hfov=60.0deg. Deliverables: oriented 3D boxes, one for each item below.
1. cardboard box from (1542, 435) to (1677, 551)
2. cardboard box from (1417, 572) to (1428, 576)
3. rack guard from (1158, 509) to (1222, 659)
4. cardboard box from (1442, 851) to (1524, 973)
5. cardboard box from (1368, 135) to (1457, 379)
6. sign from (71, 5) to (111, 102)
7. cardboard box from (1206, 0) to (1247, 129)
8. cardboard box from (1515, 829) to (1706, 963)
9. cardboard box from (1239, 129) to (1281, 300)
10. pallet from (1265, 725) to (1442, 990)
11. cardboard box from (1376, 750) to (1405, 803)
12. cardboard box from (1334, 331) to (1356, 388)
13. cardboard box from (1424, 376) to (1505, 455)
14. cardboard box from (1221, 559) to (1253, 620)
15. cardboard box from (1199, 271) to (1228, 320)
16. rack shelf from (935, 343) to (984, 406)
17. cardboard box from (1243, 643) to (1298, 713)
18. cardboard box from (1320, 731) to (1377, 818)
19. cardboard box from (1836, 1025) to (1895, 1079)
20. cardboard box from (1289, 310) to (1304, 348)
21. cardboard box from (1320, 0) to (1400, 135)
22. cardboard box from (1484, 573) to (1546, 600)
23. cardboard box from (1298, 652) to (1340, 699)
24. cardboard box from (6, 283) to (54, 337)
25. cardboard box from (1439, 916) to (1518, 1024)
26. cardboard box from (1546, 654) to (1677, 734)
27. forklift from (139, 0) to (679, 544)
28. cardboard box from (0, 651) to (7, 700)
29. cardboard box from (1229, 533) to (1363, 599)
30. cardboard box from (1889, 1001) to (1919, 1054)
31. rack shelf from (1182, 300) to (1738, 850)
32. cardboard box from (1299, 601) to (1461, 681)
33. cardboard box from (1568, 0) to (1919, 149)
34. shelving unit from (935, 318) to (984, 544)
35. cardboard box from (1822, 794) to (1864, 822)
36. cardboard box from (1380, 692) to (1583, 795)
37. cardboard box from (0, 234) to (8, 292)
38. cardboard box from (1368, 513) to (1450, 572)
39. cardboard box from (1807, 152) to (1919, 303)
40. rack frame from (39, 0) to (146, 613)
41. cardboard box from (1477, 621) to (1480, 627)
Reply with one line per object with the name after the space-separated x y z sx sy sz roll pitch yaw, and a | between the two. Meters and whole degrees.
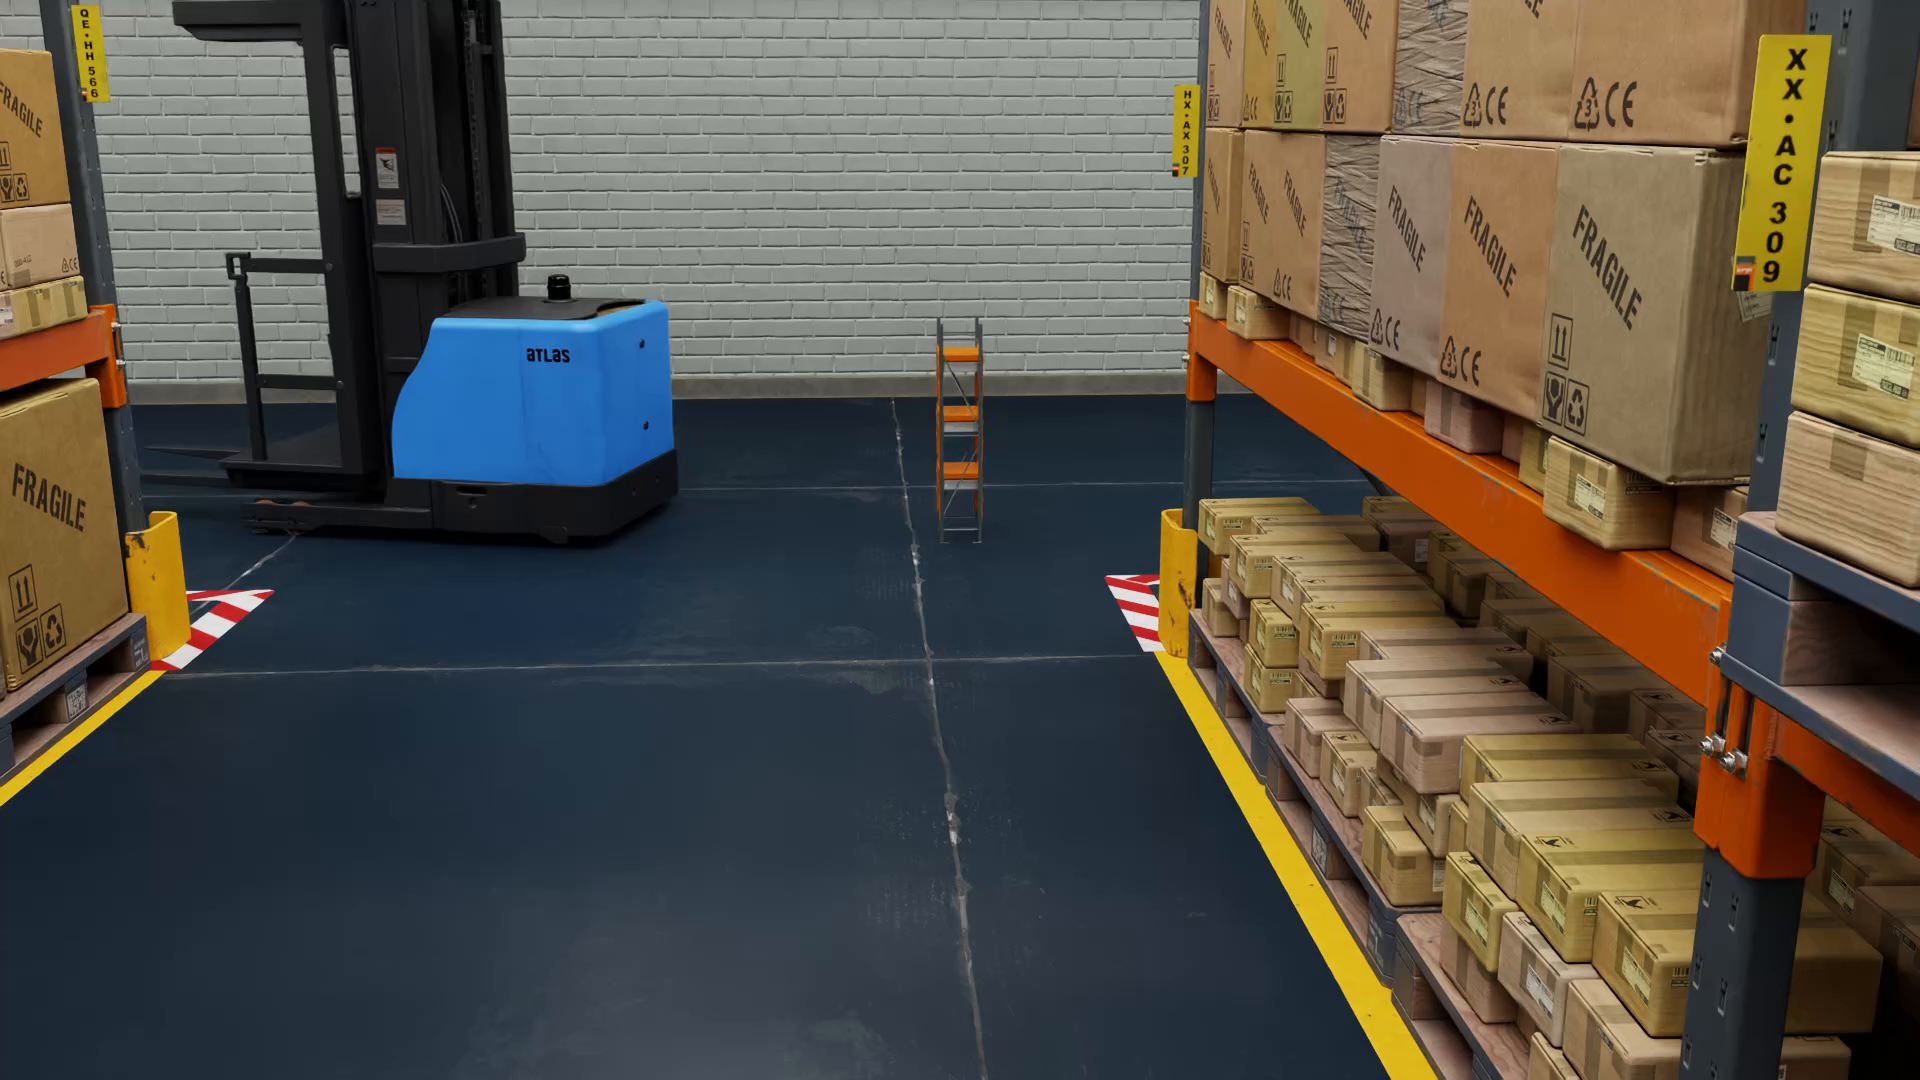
1.238 -0.087 2.850 0.380 0.149 0.250 -1 14 -5 | cardboard box
1.646 0.152 5.698 0.380 0.149 0.250 -1 14 -5 | cardboard box
1.371 0.156 6.419 1.175 0.500 0.348 -1 14 -3 | rack guard
1.214 0.747 3.384 0.380 0.149 0.250 -1 14 -5 | cardboard box
1.241 -0.640 3.698 0.500 0.500 0.500 -1 14 -4 | cardboard box
-3.048 -1.703 5.826 0.100 0.325 0.005 -1 14 -3 | sign
1.129 -1.635 5.557 0.500 0.500 0.500 -1 14 -4 | cardboard box
1.276 0.663 3.116 0.380 0.149 0.250 -1 14 -3 | cardboard box
1.176 -1.018 5.165 0.500 0.500 0.500 -1 14 -3 | cardboard box
1.458 0.801 4.491 1.003 0.211 1.213 -1 14 -3 | pallet
1.264 0.553 4.138 0.380 0.149 0.250 -2 15 -6 | cardboard box
1.206 -0.479 4.374 0.380 0.149 0.250 0 14 -1 | cardboard box
1.243 -0.286 3.623 0.380 0.149 0.250 -2 15 -6 | cardboard box
1.103 0.163 5.657 0.380 0.149 0.250 -1 14 -4 | cardboard box
1.059 -0.867 5.879 0.380 0.149 0.250 -1 14 -4 | cardboard box
-0.003 -0.786 7.879 0.215 0.259 0.240 -1 14 -3 | rack shelf
1.105 0.429 5.216 0.380 0.149 0.250 -1 14 -3 | cardboard box
1.188 0.623 4.463 0.380 0.149 0.250 -1 14 -3 | cardboard box
1.895 0.936 3.246 0.380 0.149 0.250 0 14 -2 | cardboard box
1.232 -0.674 5.130 0.380 0.149 0.250 0 14 -1 | cardboard box
1.211 -1.253 4.073 0.500 0.500 0.500 -1 14 -5 | cardboard box
1.778 0.200 4.913 0.380 0.149 0.250 0 14 -1 | cardboard box
1.225 0.352 4.920 0.380 0.149 0.250 -2 15 -6 | cardboard box
-3.222 -0.753 5.436 0.380 0.149 0.250 -1 14 -3 | cardboard box
1.236 0.875 3.483 0.380 0.149 0.250 -1 14 -5 | cardboard box
1.704 0.394 4.160 0.380 0.149 0.250 -1 15 -6 | cardboard box
-3.042 -1.565 8.227 3.031 2.935 1.130 3 15 11 | forklift
-3.415 0.187 4.700 0.875 0.875 0.875 -1 14 -3 | cardboard box
1.084 0.082 5.372 0.380 0.149 0.250 -1 14 -4 | cardboard box
1.911 0.859 2.950 0.380 0.149 0.250 0 14 -1 | cardboard box
1.490 -0.228 4.337 1.077 0.370 4.000 -1 14 -3 | rack shelf
1.161 0.278 4.612 0.380 0.149 0.250 -1 14 -3 | cardboard box
1.315 -0.869 2.578 0.500 0.500 0.500 -1 14 -5 | cardboard box
-0.003 -0.522 7.947 0.215 1.050 0.252 -1 14 -3 | shelving unit
1.776 0.590 3.400 0.380 0.149 0.250 -1 14 -4 | cardboard box
1.207 0.469 3.868 0.380 0.149 0.250 -2 15 -6 | cardboard box
-3.265 -0.851 5.019 0.500 0.250 0.500 -1 14 -4 | cardboard box
1.610 0.006 5.667 0.380 0.149 0.250 -1 14 -2 | cardboard box
1.179 -0.344 1.811 0.380 0.149 0.250 0 14 -1 | cardboard box
-3.591 -1.023 5.981 1.000 3.000 0.127 -1 14 -3 | rack frame
1.762 0.344 4.951 0.380 0.149 0.250 -1 14 -3 | cardboard box
